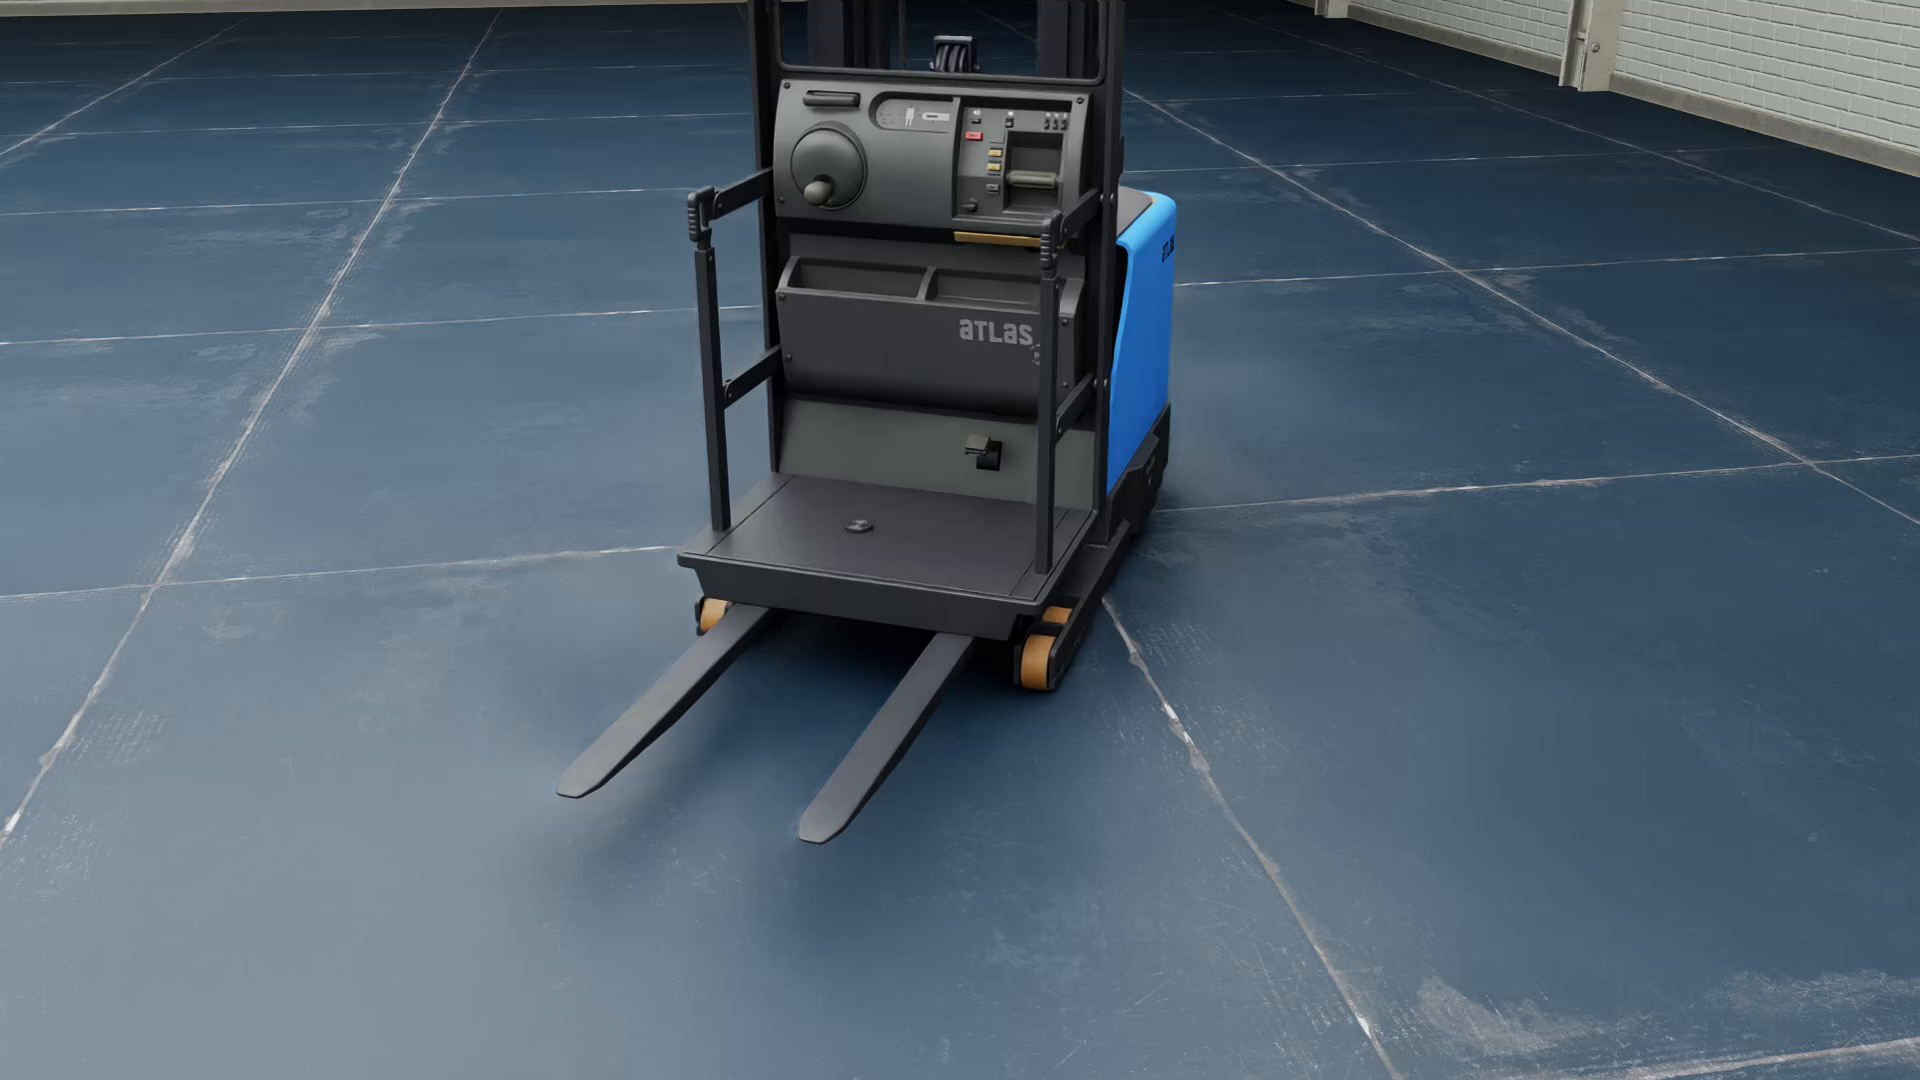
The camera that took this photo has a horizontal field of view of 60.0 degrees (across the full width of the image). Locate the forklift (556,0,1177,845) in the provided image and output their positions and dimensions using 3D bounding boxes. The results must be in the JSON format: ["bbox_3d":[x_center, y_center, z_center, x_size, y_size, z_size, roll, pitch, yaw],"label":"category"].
[{"bbox_3d":[-0.156,-1.089,4.581,1.130,2.935,3.031,7,25,16],"label":"forklift"}]

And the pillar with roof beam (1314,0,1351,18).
[{"bbox_3d":[0.387,-10.312,18.118,9.100,9.000,0.400,-4,24,-10],"label":"pillar with roof beam"}]

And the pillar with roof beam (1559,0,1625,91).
[{"bbox_3d":[1.496,-7.952,12.714,9.100,9.000,0.400,-4,24,-10],"label":"pillar with roof beam"}]
